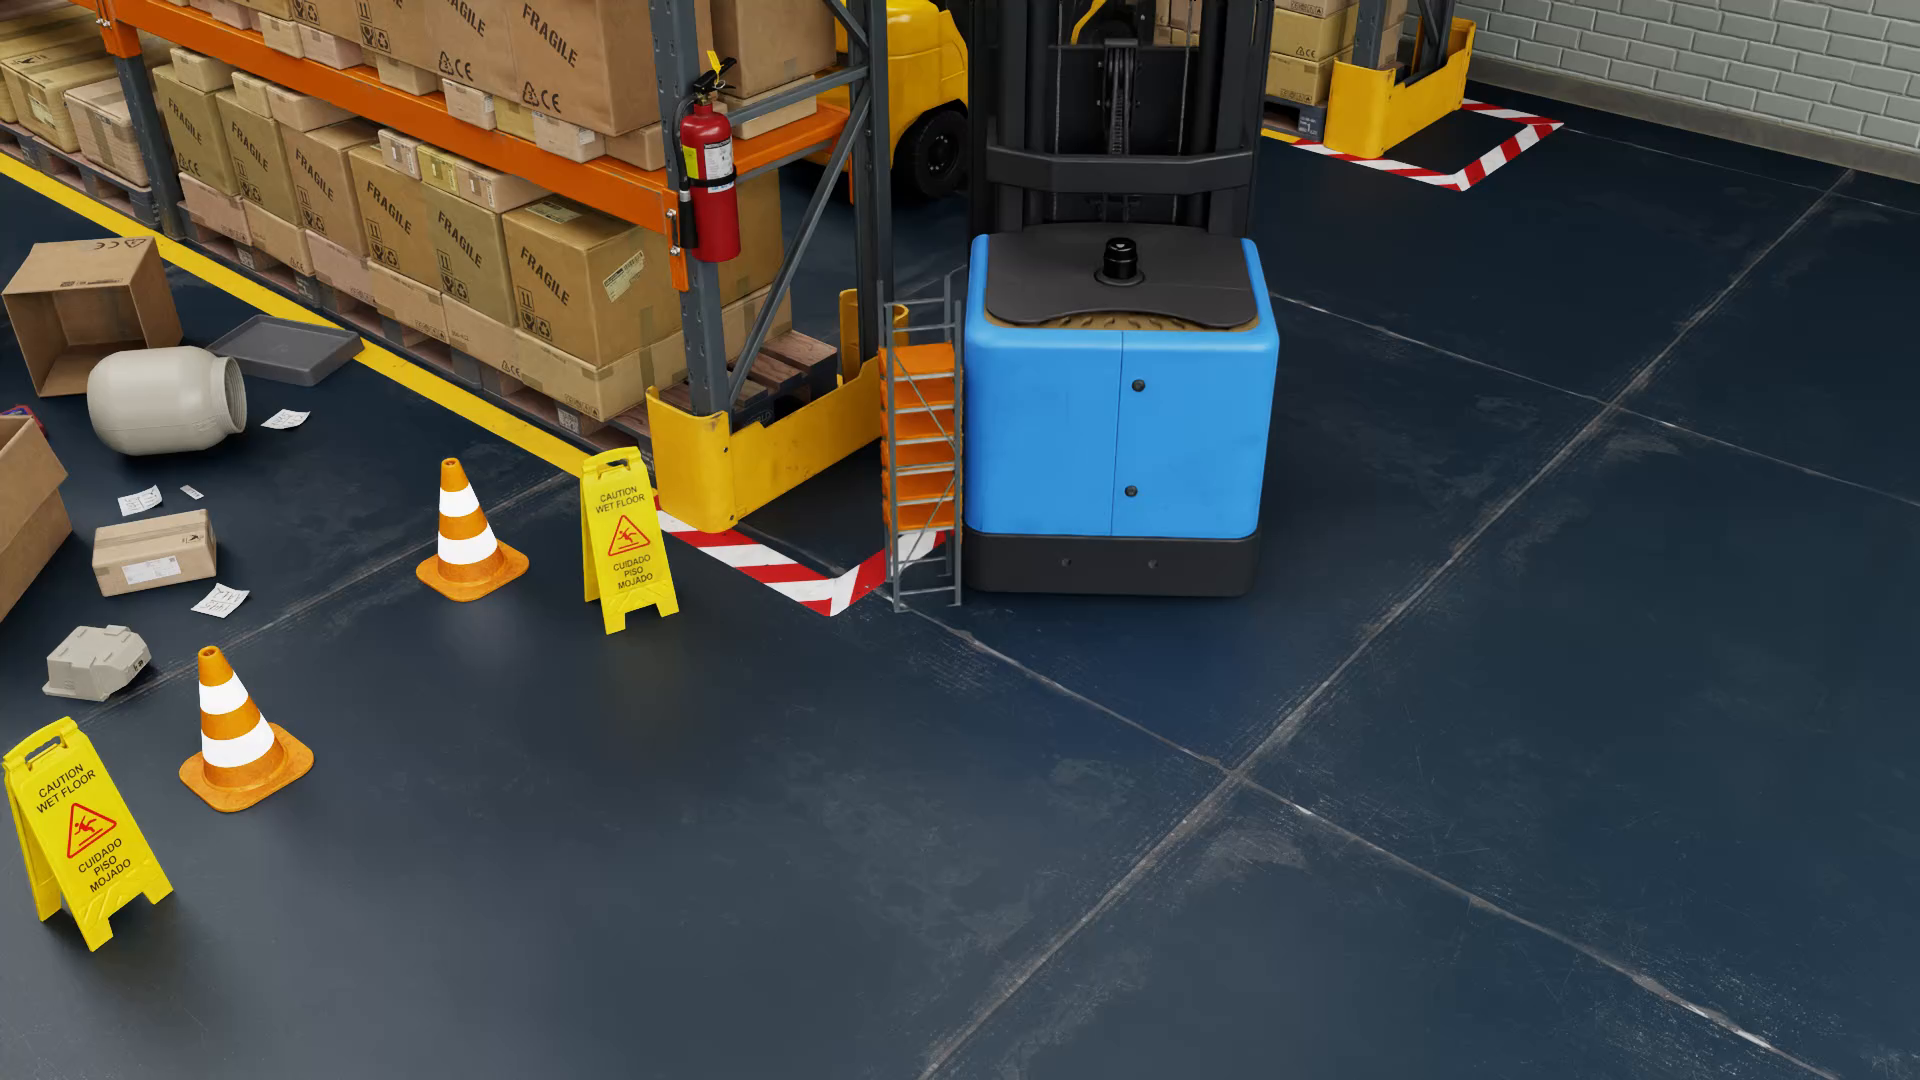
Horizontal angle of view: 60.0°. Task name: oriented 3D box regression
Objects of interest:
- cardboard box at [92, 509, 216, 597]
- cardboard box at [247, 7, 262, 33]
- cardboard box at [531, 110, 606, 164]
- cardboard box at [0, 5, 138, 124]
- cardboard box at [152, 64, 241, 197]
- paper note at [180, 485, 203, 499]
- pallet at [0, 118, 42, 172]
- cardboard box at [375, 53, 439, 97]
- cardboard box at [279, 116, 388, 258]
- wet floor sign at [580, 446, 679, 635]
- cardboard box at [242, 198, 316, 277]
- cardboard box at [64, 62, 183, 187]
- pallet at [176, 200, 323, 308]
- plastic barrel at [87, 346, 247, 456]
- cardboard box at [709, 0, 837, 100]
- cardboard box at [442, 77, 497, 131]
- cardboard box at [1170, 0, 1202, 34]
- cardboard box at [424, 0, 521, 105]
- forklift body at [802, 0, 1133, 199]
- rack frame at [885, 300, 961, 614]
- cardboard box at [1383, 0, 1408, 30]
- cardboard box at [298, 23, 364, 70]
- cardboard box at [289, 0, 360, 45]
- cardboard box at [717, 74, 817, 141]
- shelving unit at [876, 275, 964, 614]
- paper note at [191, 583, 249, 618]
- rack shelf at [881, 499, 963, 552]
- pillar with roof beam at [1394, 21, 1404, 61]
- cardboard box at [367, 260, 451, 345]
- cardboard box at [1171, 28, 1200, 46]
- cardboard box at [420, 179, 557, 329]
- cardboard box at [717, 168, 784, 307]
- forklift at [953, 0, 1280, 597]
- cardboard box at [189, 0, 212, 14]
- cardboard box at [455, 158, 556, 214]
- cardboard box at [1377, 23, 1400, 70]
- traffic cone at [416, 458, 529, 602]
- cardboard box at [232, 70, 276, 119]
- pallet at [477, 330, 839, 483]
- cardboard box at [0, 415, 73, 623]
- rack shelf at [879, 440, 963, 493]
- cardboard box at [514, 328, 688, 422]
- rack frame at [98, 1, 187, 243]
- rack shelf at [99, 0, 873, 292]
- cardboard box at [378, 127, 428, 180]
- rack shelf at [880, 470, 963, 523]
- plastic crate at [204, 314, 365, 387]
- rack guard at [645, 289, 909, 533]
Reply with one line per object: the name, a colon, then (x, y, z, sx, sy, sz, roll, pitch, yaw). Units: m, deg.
cardboard box: (-2.927, 0.045, 6.054, 0.380, 0.149, 0.250, -12, 36, -17)
cardboard box: (-2.822, -2.287, 7.152, 0.250, 0.149, 0.380, 25, 42, 32)
cardboard box: (-1.318, -1.517, 6.032, 0.250, 0.149, 0.380, 25, 42, 31)
cardboard box: (-5.197, -2.773, 9.588, 0.625, 0.372, 0.950, 27, 43, 33)
cardboard box: (-3.422, -2.001, 7.910, 0.500, 0.500, 0.500, 27, 43, 34)
paper note: (-3.010, -0.187, 6.514, 0.123, 0.001, 0.032, 25, 42, 32)
pallet: (-5.243, -2.557, 9.787, 1.213, 0.211, 1.003, 25, 42, 32)
cardboard box: (-2.080, -1.907, 6.598, 0.250, 0.149, 0.380, 25, 42, 31)
cardboard box: (-2.605, -1.624, 7.361, 0.500, 0.500, 0.500, 28, 43, 34)
wet floor sign: (-1.167, -0.030, 5.724, 0.267, 0.644, 0.232, -18, 38, -25)
cardboard box: (-3.004, -1.504, 7.848, 0.500, 0.250, 0.500, 28, 43, 34)
cardboard box: (-4.107, -2.263, 8.845, 0.625, 0.372, 0.950, 26, 42, 32)
pallet: (-3.163, -1.606, 8.403, 1.213, 0.211, 1.003, 25, 42, 32)
plastic barrel: (-3.184, -0.562, 6.695, 0.512, 0.421, 0.421, -6, 35, -8)
cardboard box: (-0.815, -1.991, 6.148, 0.500, 0.500, 0.500, 25, 41, 31)
cardboard box: (-1.719, -1.699, 6.297, 0.250, 0.149, 0.380, 26, 42, 33)
cardboard box: (1.592, -3.168, 9.830, 0.500, 0.250, 0.500, 25, 42, 31)
cardboard box: (-1.603, -1.959, 6.102, 0.500, 0.500, 0.500, 25, 42, 32)
forklift body: (-0.080, -3.239, 9.067, 1.214, 2.155, 2.313, 25, 42, 32)
rack frame: (-0.115, -0.247, 5.549, 0.240, 1.200, 0.006, -6, 35, -9)
cardboard box: (2.316, -3.202, 9.879, 0.500, 0.250, 0.500, 26, 42, 33)
cardboard box: (-2.477, -2.080, 6.851, 0.250, 0.149, 0.380, 25, 42, 32)
cardboard box: (-2.363, -2.333, 6.647, 0.500, 0.500, 0.500, 26, 42, 32)
cardboard box: (-0.757, -1.644, 6.217, 0.250, 0.149, 0.380, 25, 42, 32)
shelving unit: (-0.132, -0.298, 5.623, 0.258, 1.200, 0.189, -6, 35, -9)
paper note: (-2.628, 0.213, 5.913, 0.142, 0.019, 0.148, 12, 36, 16)
rack shelf: (-0.132, -0.065, 5.785, 0.258, 0.103, 0.180, -6, 35, -9)
pillar with roof beam: (-0.168, -4.940, 5.495, 0.400, 9.000, 9.100, 25, 42, 32)
cardboard box: (-2.220, -1.128, 7.301, 0.500, 0.250, 0.500, 24, 41, 30)
cardboard box: (1.606, -2.952, 9.957, 0.500, 0.250, 0.500, 25, 42, 32)
cardboard box: (-1.814, -1.248, 6.813, 0.500, 0.500, 0.500, 27, 43, 33)
cardboard box: (-1.090, -1.305, 6.895, 0.500, 0.500, 0.500, 24, 41, 30)
forklift: (0.580, -1.813, 6.302, 1.130, 2.935, 3.031, 1, 35, 2)
cardboard box: (-3.214, -2.475, 7.426, 0.250, 0.149, 0.380, 25, 42, 32)
cardboard box: (-1.736, -1.432, 6.507, 0.250, 0.149, 0.380, 27, 43, 33)
cardboard box: (2.293, -2.998, 10.024, 0.500, 0.250, 0.500, 25, 42, 32)
traffic cone: (-1.784, -0.084, 5.963, 0.334, 0.463, 0.336, 25, 42, 32)
cardboard box: (-2.968, -2.012, 7.353, 0.250, 0.149, 0.380, 27, 43, 33)
pallet: (-1.288, -0.723, 7.116, 1.213, 0.211, 1.003, 25, 42, 32)
cardboard box: (-3.598, -0.041, 5.865, 0.637, 0.503, 0.797, 0, 34, 0)
rack shelf: (-0.132, -0.262, 5.648, 0.258, 0.103, 0.180, -6, 35, -9)
cardboard box: (-1.440, -0.759, 6.763, 0.500, 0.250, 0.500, 25, 42, 32)
rack frame: (-3.702, -2.984, 7.945, 0.127, 3.000, 1.000, 25, 42, 32)
rack shelf: (-2.165, -1.963, 7.094, 4.000, 0.370, 1.077, 25, 42, 32)
cardboard box: (-2.128, -1.620, 6.782, 0.250, 0.149, 0.380, 27, 43, 34)
rack shelf: (-0.132, -0.163, 5.717, 0.258, 0.103, 0.180, -6, 35, -9)
plastic crate: (-3.020, -0.855, 7.424, 0.583, 0.080, 0.402, 12, 36, 16)
rack guard: (-0.687, -0.532, 6.583, 0.348, 0.500, 1.175, 25, 42, 32)
